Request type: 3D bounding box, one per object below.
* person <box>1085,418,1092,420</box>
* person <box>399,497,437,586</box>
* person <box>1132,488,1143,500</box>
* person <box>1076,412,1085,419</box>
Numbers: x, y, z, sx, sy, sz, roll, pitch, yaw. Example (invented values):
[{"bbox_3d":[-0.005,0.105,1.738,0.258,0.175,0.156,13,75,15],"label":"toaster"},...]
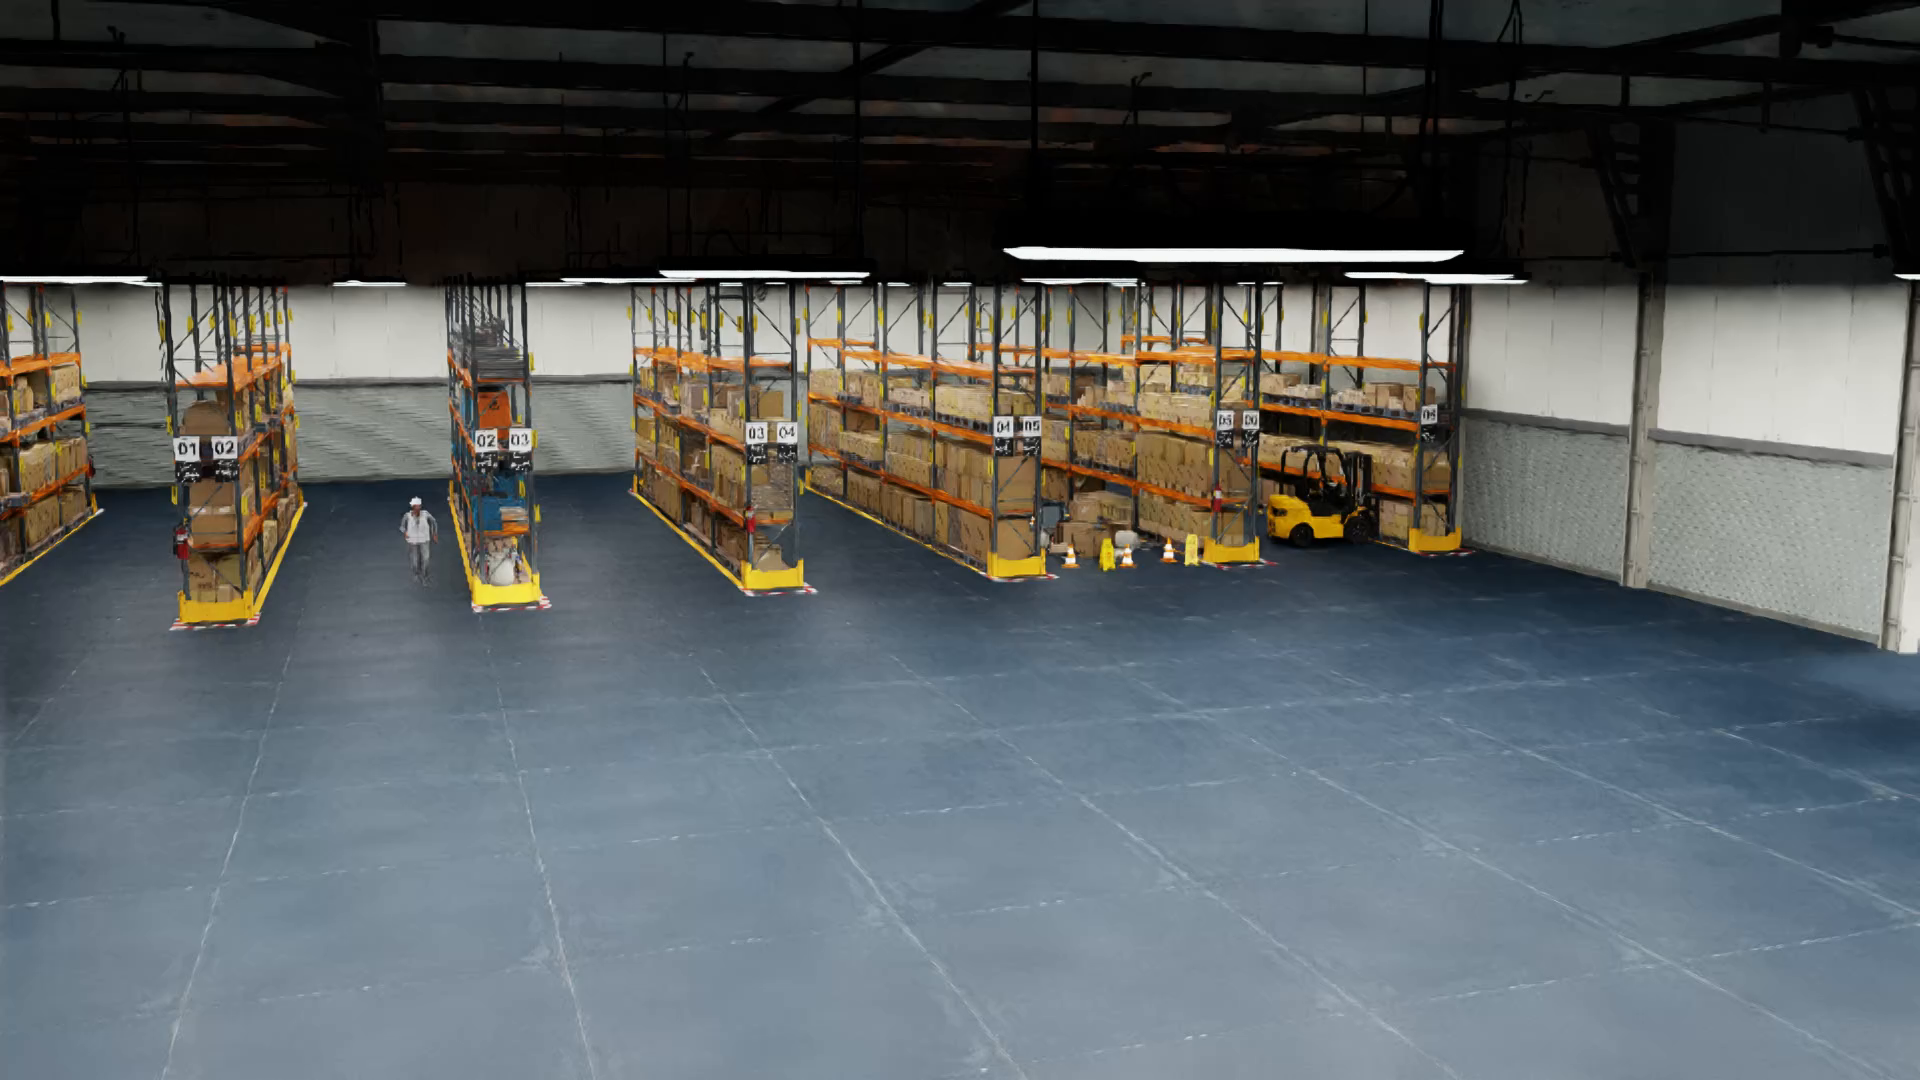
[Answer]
[{"bbox_3d":[4.155,-3.059,52.810,0.686,1.657,0.488,-8,12,-44],"label":"person"},{"bbox_3d":[-10.553,0.001,32.410,0.680,1.709,0.866,-2,9,-13],"label":"person"},{"bbox_3d":[4.695,-1.647,43.353,0.427,1.673,0.555,-8,12,-44],"label":"person"},{"bbox_3d":[4.120,-3.571,56.082,0.616,1.668,0.446,7,11,38],"label":"person"}]
